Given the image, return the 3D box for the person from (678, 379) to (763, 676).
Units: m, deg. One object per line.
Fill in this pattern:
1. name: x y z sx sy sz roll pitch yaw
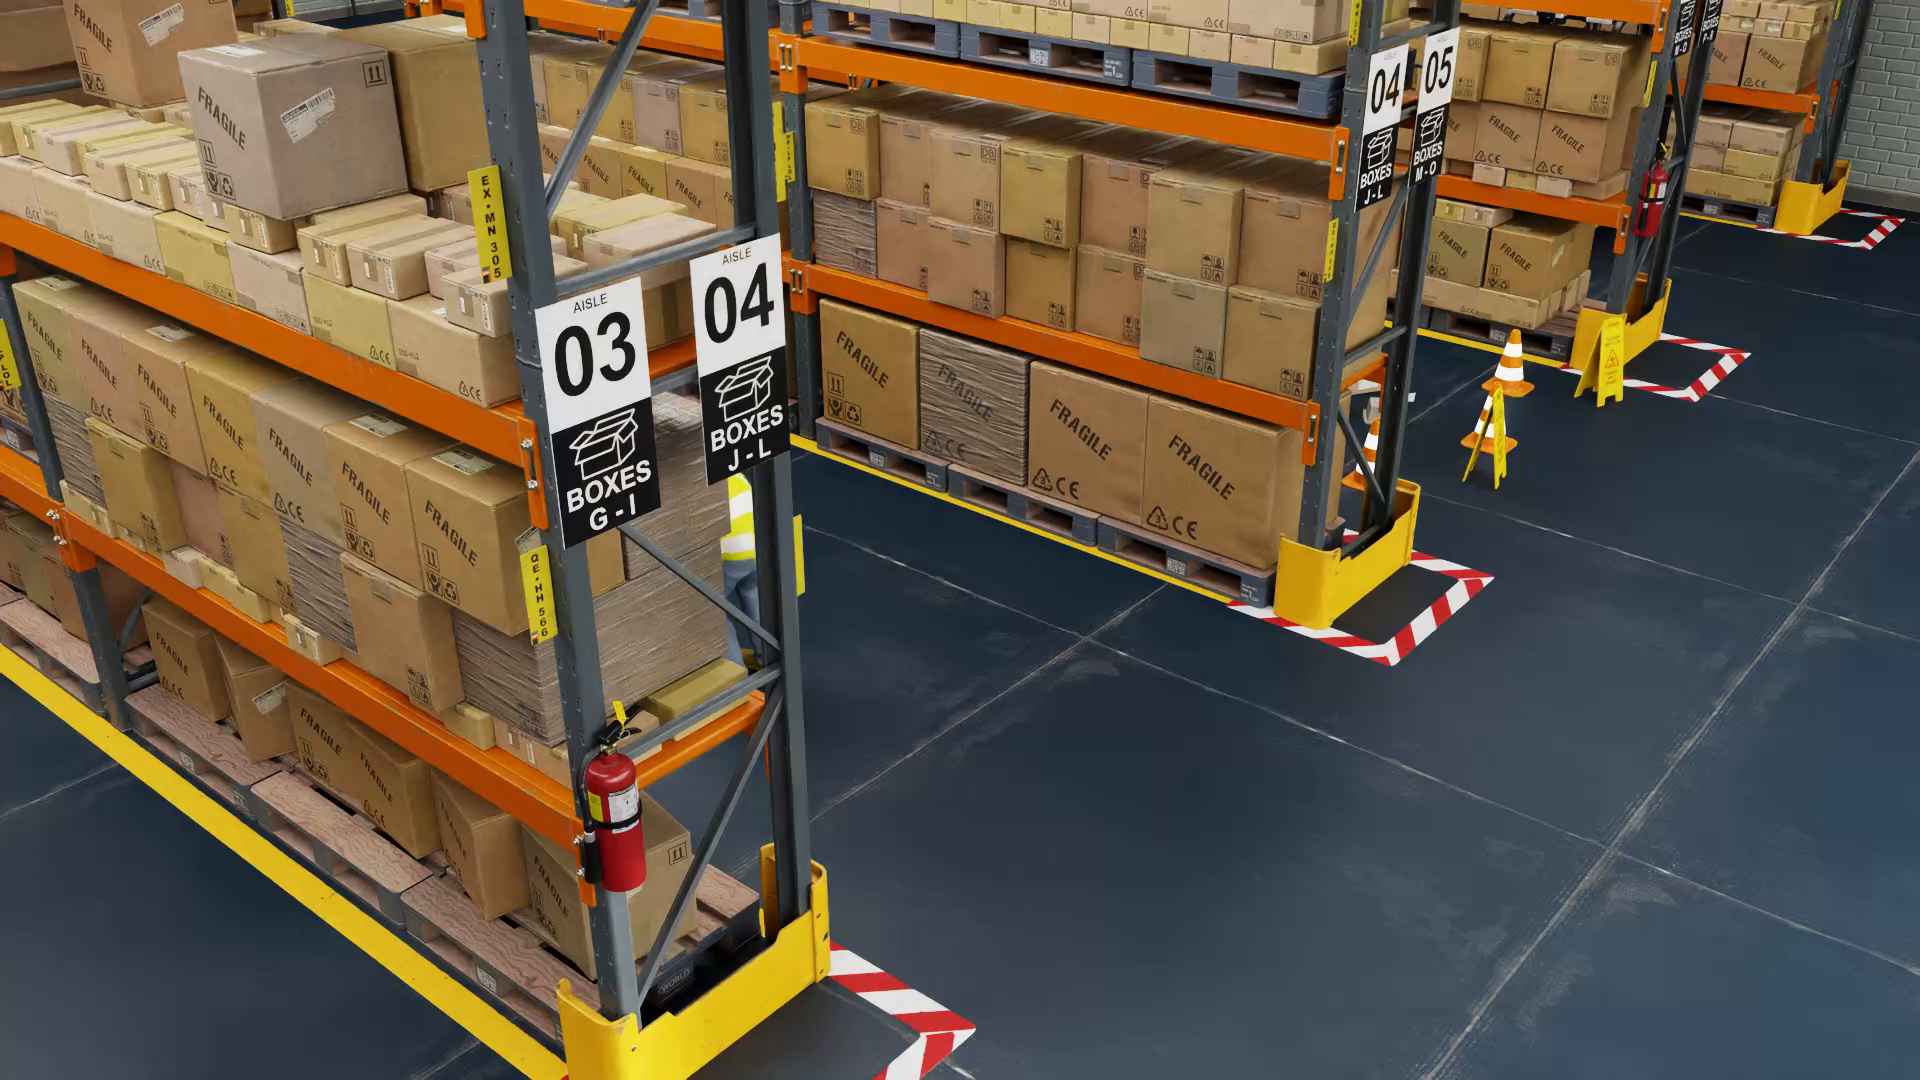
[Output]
1. person: -1.253 -0.044 8.701 0.590 1.744 0.503 20 33 34
